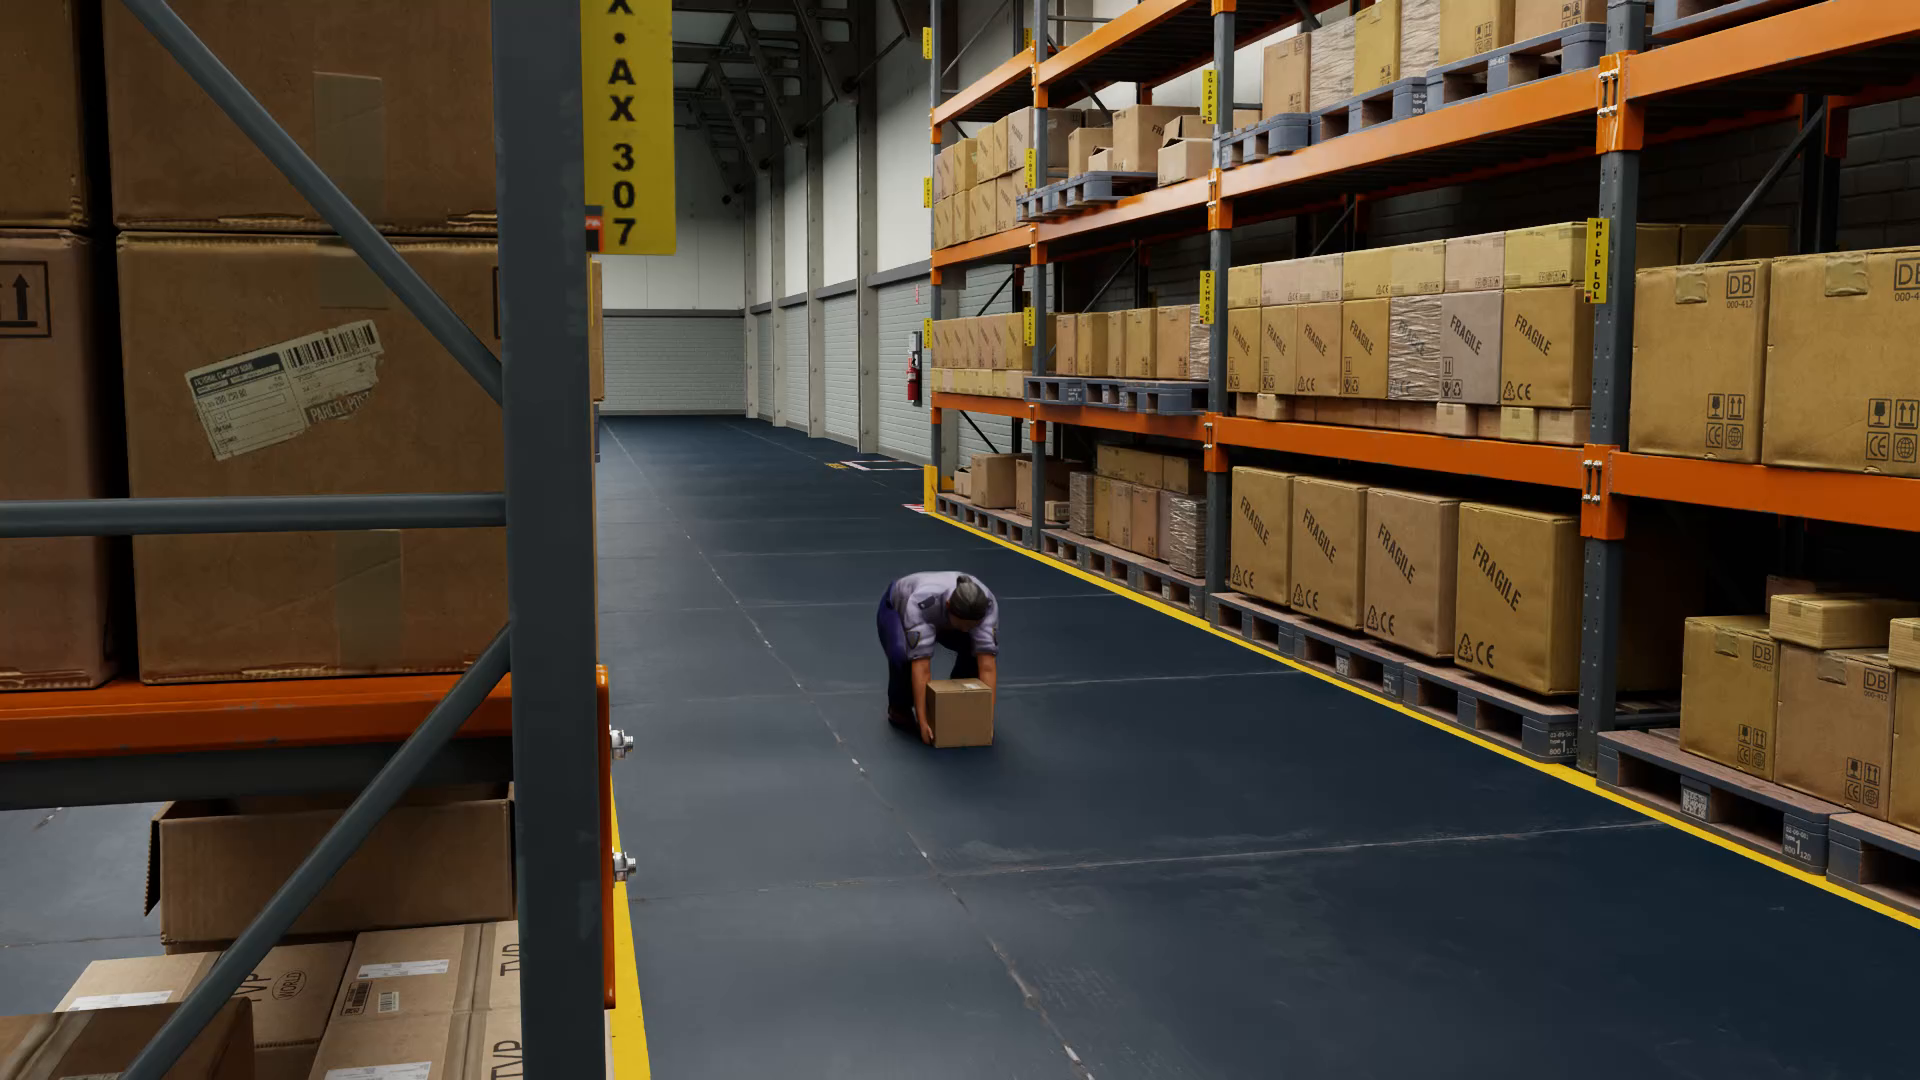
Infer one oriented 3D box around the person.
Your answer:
[{"bbox_3d":[-0.095,0.494,7.536,0.495,0.745,0.892,-2,6,-15],"label":"person"}]
